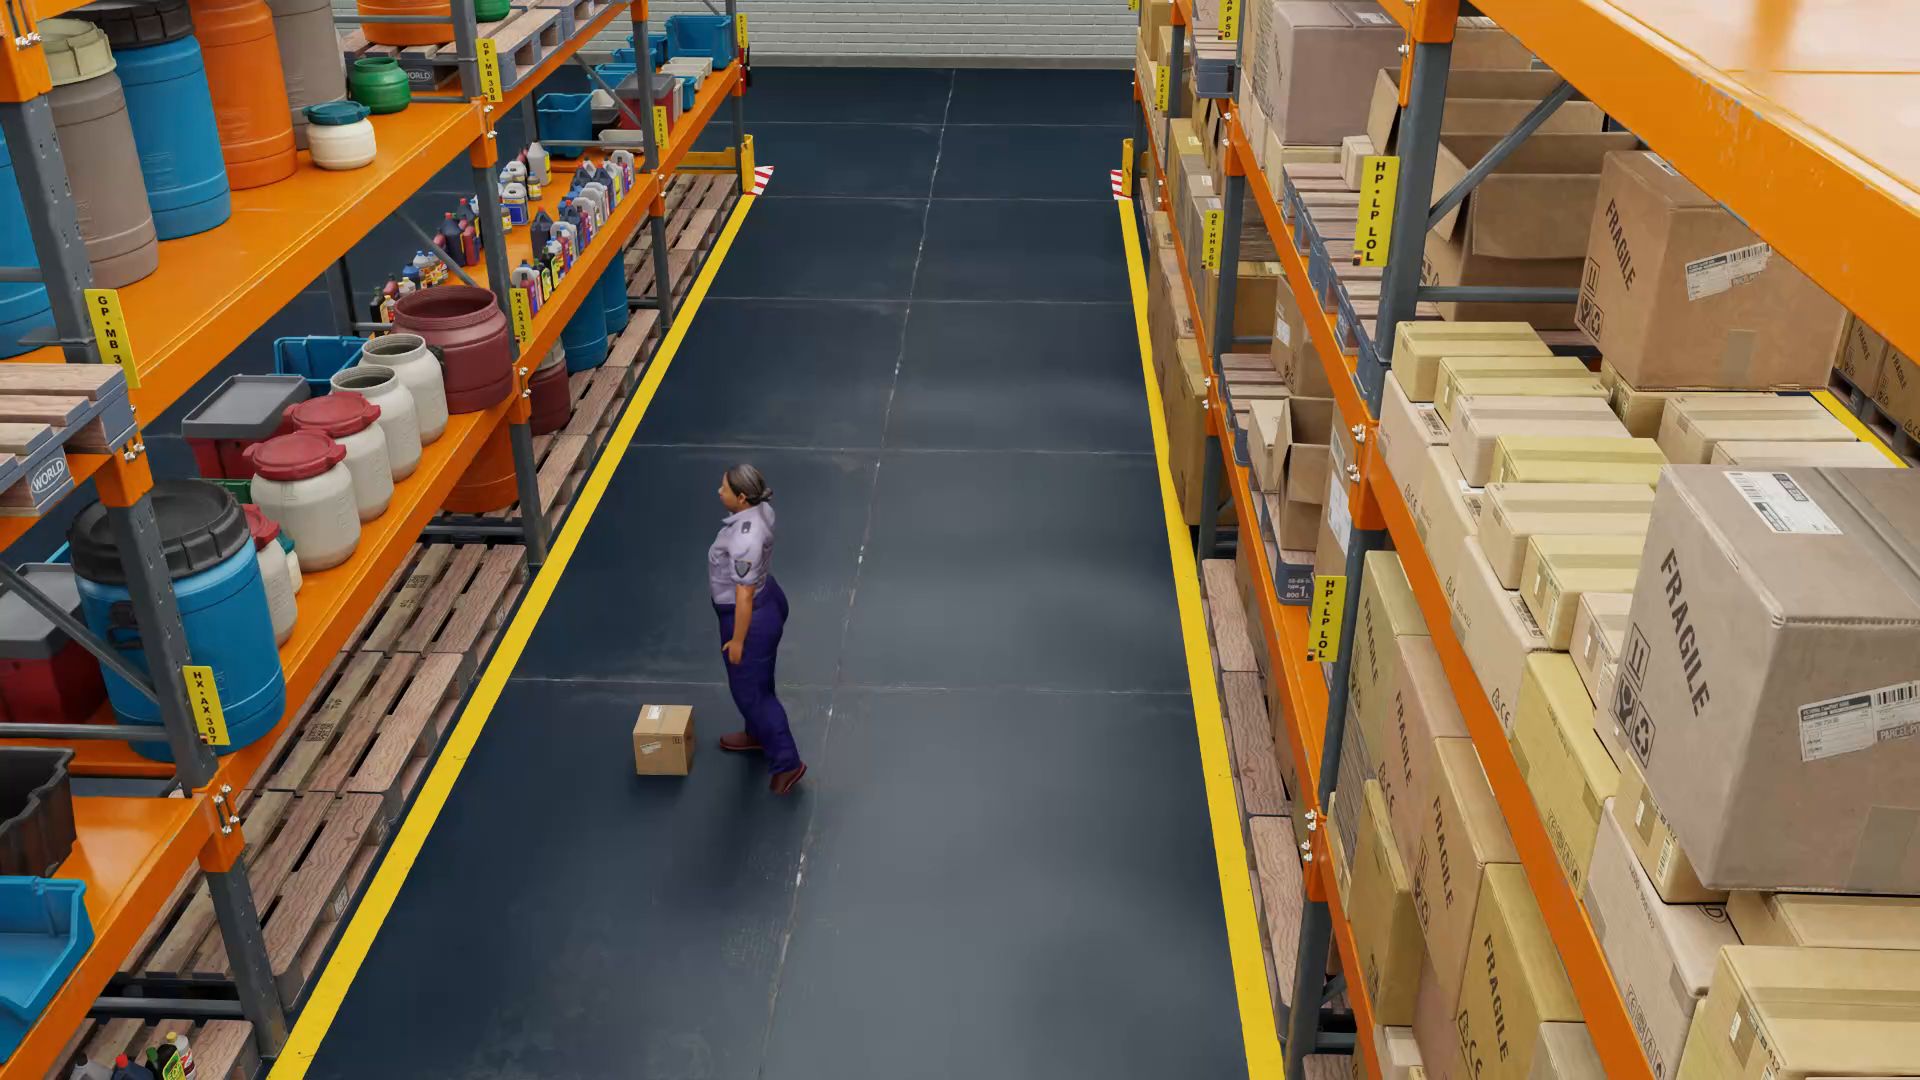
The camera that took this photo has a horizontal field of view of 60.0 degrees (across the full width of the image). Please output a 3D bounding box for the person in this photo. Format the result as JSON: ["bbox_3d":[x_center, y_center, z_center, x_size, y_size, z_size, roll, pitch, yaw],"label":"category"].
[{"bbox_3d":[-0.992,0.436,7.928,0.477,1.752,0.501,2,28,3],"label":"person"}]
